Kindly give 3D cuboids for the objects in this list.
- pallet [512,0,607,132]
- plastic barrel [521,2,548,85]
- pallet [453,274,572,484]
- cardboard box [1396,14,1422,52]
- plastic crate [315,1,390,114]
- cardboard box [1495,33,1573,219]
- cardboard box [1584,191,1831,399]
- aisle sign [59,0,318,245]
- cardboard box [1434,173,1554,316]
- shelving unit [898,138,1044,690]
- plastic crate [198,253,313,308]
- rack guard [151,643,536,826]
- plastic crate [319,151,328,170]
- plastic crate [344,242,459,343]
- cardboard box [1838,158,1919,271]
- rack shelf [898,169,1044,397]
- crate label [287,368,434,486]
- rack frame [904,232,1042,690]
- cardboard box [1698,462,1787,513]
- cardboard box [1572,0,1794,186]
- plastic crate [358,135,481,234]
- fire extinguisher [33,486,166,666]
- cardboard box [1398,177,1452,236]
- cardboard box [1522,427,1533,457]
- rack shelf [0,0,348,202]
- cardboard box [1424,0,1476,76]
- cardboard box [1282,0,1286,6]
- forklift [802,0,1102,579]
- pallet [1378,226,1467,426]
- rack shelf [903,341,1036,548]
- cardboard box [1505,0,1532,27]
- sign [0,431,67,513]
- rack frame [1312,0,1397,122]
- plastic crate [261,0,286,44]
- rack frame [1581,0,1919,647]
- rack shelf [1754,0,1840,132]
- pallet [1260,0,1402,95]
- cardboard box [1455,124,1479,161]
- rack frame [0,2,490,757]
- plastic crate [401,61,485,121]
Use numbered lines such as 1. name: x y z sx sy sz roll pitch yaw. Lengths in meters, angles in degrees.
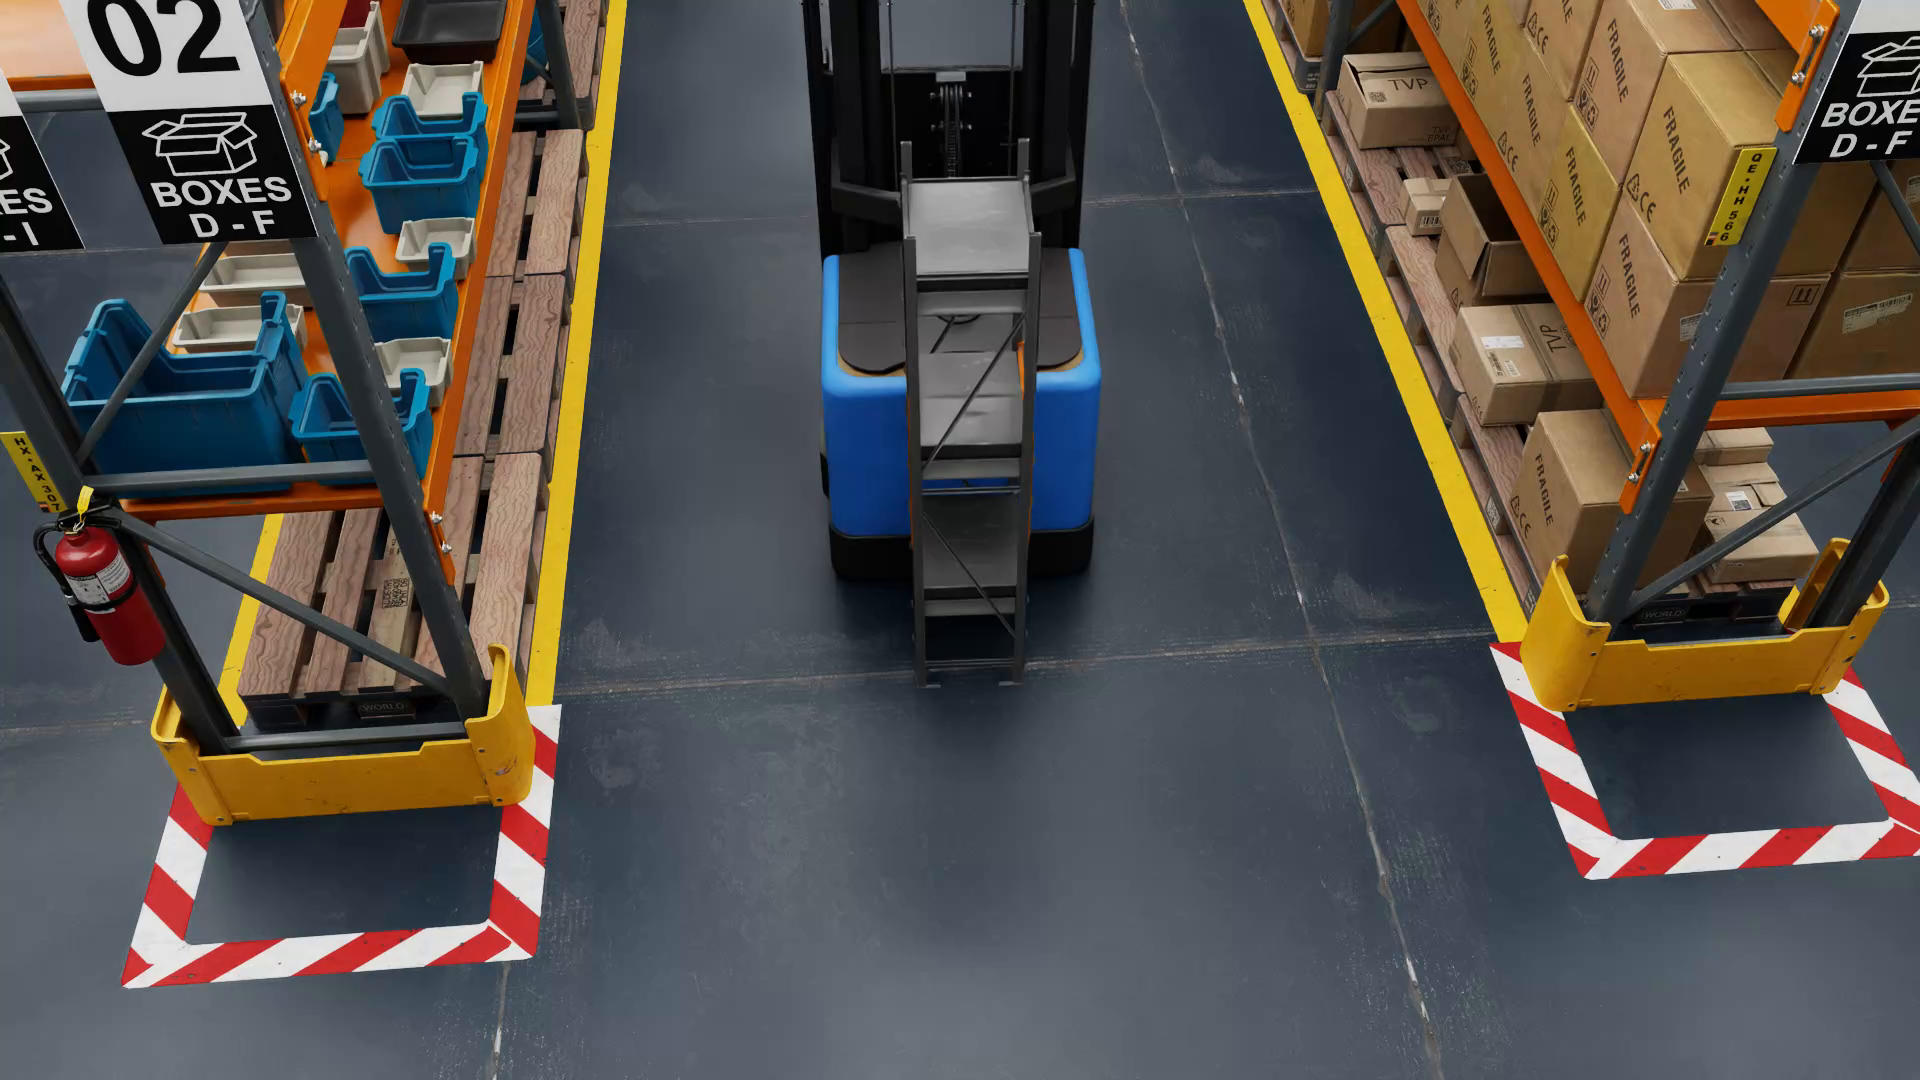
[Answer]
1. pallet: -2.522 -2.682 9.281 1.003 0.211 1.213 -3 47 -3
2. plastic barrel: -2.528 -2.898 8.721 0.600 0.901 0.708 -3 47 -3
3. pallet: -2.294 -0.707 7.411 1.003 0.211 1.213 -3 47 -3
4. cardboard box: 2.639 -3.035 9.114 0.500 0.500 0.500 -5 47 -5
5. plastic crate: -2.555 -1.944 6.702 0.437 0.282 0.530 -3 47 -3
6. cardboard box: 2.380 -1.563 6.232 0.500 0.500 0.500 -3 47 -3
7. cardboard box: 2.463 -0.826 5.534 0.500 0.500 0.500 -2 47 -2
8. aisle sign: -1.862 -1.046 4.021 0.394 0.787 0.004 -3 47 -3
9. cardboard box: 2.599 -1.312 7.480 0.797 0.503 0.637 -3 47 -3
10. shelving unit: 0.026 -0.340 5.762 0.431 2.100 0.503 -2 47 -2
11. plastic crate: -2.423 -0.906 5.819 0.396 0.136 0.243 -3 47 -3
12. rack guard: -2.149 0.690 5.889 1.175 0.500 0.348 -3 47 -3
13. plastic crate: -2.514 -1.319 6.210 0.298 0.136 0.250 -3 47 -3
14. plastic crate: -1.912 -0.824 5.675 0.416 0.233 0.300 -3 47 -3
15. cardboard box: 2.997 -1.200 5.199 0.500 0.500 0.500 -2 47 -2
16. rack shelf: 0.026 -0.812 5.264 0.431 0.518 0.480 -2 47 -2
17. crate label: -1.857 -0.348 5.224 0.416 0.233 0.303 -3 47 -3
18. rack frame: 0.037 -0.163 5.595 0.400 2.100 0.015 -2 47 -2
19. cardboard box: 3.058 -0.166 6.626 0.380 0.166 0.250 -3 47 -3
20. cardboard box: 2.417 -1.533 5.515 0.500 0.500 0.500 -2 47 -2
21. plastic crate: -1.967 -1.300 6.126 0.416 0.233 0.300 -3 47 -3
22. fire extinguisher: -2.605 0.105 5.031 0.296 0.674 0.183 -3 47 -3
23. cardboard box: 2.339 -1.613 7.997 0.380 0.166 0.250 -3 47 -3
24. cardboard box: 2.537 -0.338 6.789 0.380 0.166 0.250 -3 47 -3
25. rack shelf: -2.332 -2.417 5.539 1.077 0.370 4.000 -3 47 -3
26. cardboard box: 2.294 -2.295 6.925 0.500 0.500 0.500 -4 47 -4
27. cardboard box: 2.077 -3.368 9.429 0.500 0.500 0.500 -3 47 -3
28. forklift: -0.056 -1.913 6.679 1.130 2.935 3.031 -2 47 -2
29. pallet: 2.599 -1.038 7.724 1.003 0.211 1.213 -3 47 -3
30. rack shelf: 0.026 -0.331 5.772 0.431 0.518 0.480 -2 47 -2
31. cardboard box: 2.326 -2.280 6.222 0.500 0.500 0.500 -2 47 -2
32. sign: -2.711 -0.197 4.895 0.100 0.325 0.005 -3 47 -3
33. rack frame: 2.437 -3.378 8.020 1.000 3.000 0.127 -3 47 -3
34. plastic crate: -1.919 -1.468 4.235 0.497 0.269 0.590 -3 47 -3
35. rack frame: 2.772 -0.484 5.279 1.000 3.000 0.127 -3 47 -3
36. rack shelf: 2.604 -2.716 5.822 1.077 0.370 4.000 -3 47 -3
37. pallet: 2.331 -3.006 9.588 1.003 0.211 1.213 -3 47 -3
38. cardboard box: 2.767 -2.275 8.394 0.500 0.500 0.500 -3 47 -3
39. rack frame: -2.164 -0.186 4.997 1.000 3.000 0.127 -3 47 -3
40. plastic crate: -2.054 -1.768 6.636 0.293 0.136 0.466 -3 47 -3
